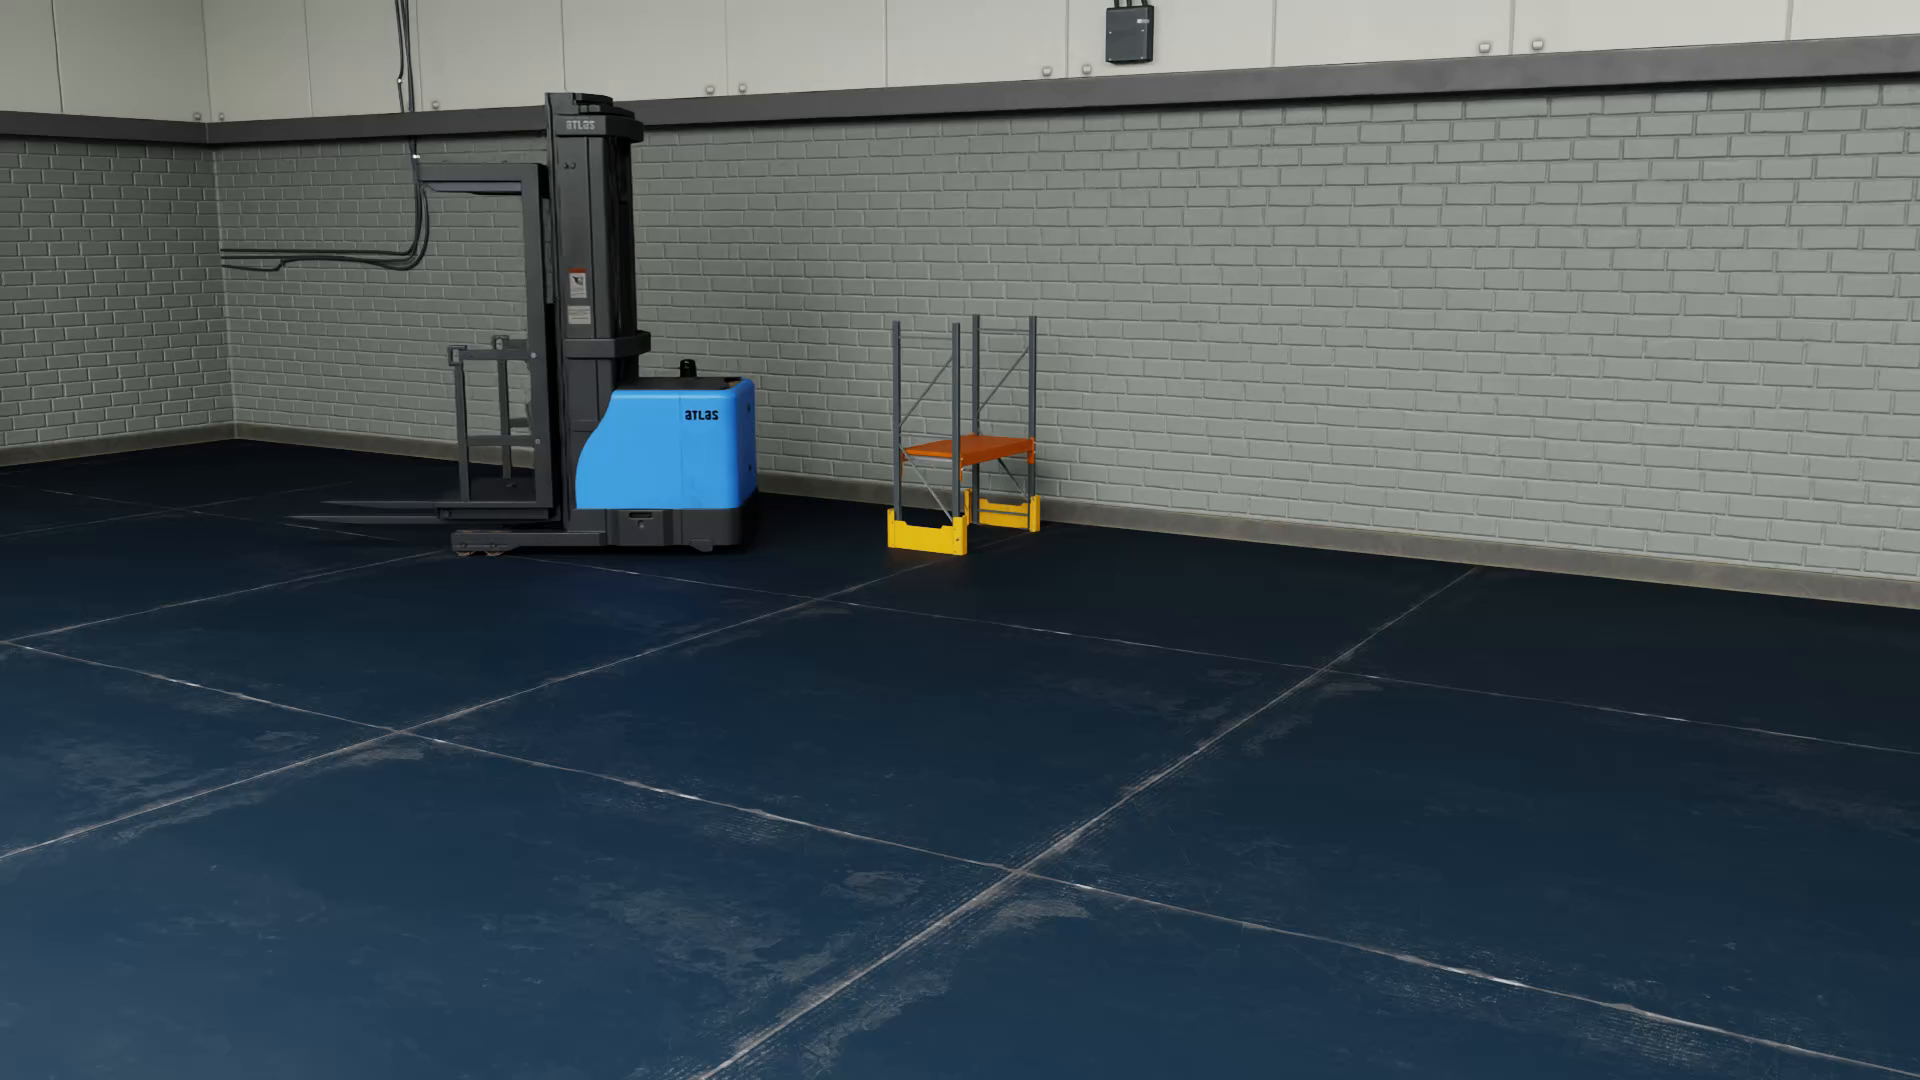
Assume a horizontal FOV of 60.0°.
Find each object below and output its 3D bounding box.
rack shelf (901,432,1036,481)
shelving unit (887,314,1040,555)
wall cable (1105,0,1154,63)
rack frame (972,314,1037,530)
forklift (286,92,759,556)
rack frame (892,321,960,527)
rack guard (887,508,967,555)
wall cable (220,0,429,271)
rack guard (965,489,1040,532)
[{"bbox_3d":[0.044,-0.574,11.335,0.538,0.185,1.000,6,12,31],"label":"rack shelf"},{"bbox_3d":[0.040,-0.749,11.295,0.587,1.500,1.083,6,12,31],"label":"shelving unit"},{"bbox_3d":[1.984,-6.073,10.112,2.305,6.003,0.169,6,12,31],"label":"wall cable"},{"bbox_3d":[0.308,-0.831,11.729,0.500,1.500,0.032,6,12,31],"label":"rack frame"},{"bbox_3d":[-2.931,-1.432,11.054,3.031,2.935,1.130,0,11,0],"label":"forklift"},{"bbox_3d":[-0.220,-0.671,10.875,0.500,1.500,0.032,6,12,31],"label":"rack frame"},{"bbox_3d":[-0.219,-0.057,10.991,0.587,0.250,0.087,6,12,31],"label":"rack guard"},{"bbox_3d":[-6.121,-3.785,15.569,3.097,2.526,0.112,6,12,31],"label":"wall cable"},{"bbox_3d":[0.298,-0.213,11.828,0.587,0.250,0.087,6,12,31],"label":"rack guard"}]
